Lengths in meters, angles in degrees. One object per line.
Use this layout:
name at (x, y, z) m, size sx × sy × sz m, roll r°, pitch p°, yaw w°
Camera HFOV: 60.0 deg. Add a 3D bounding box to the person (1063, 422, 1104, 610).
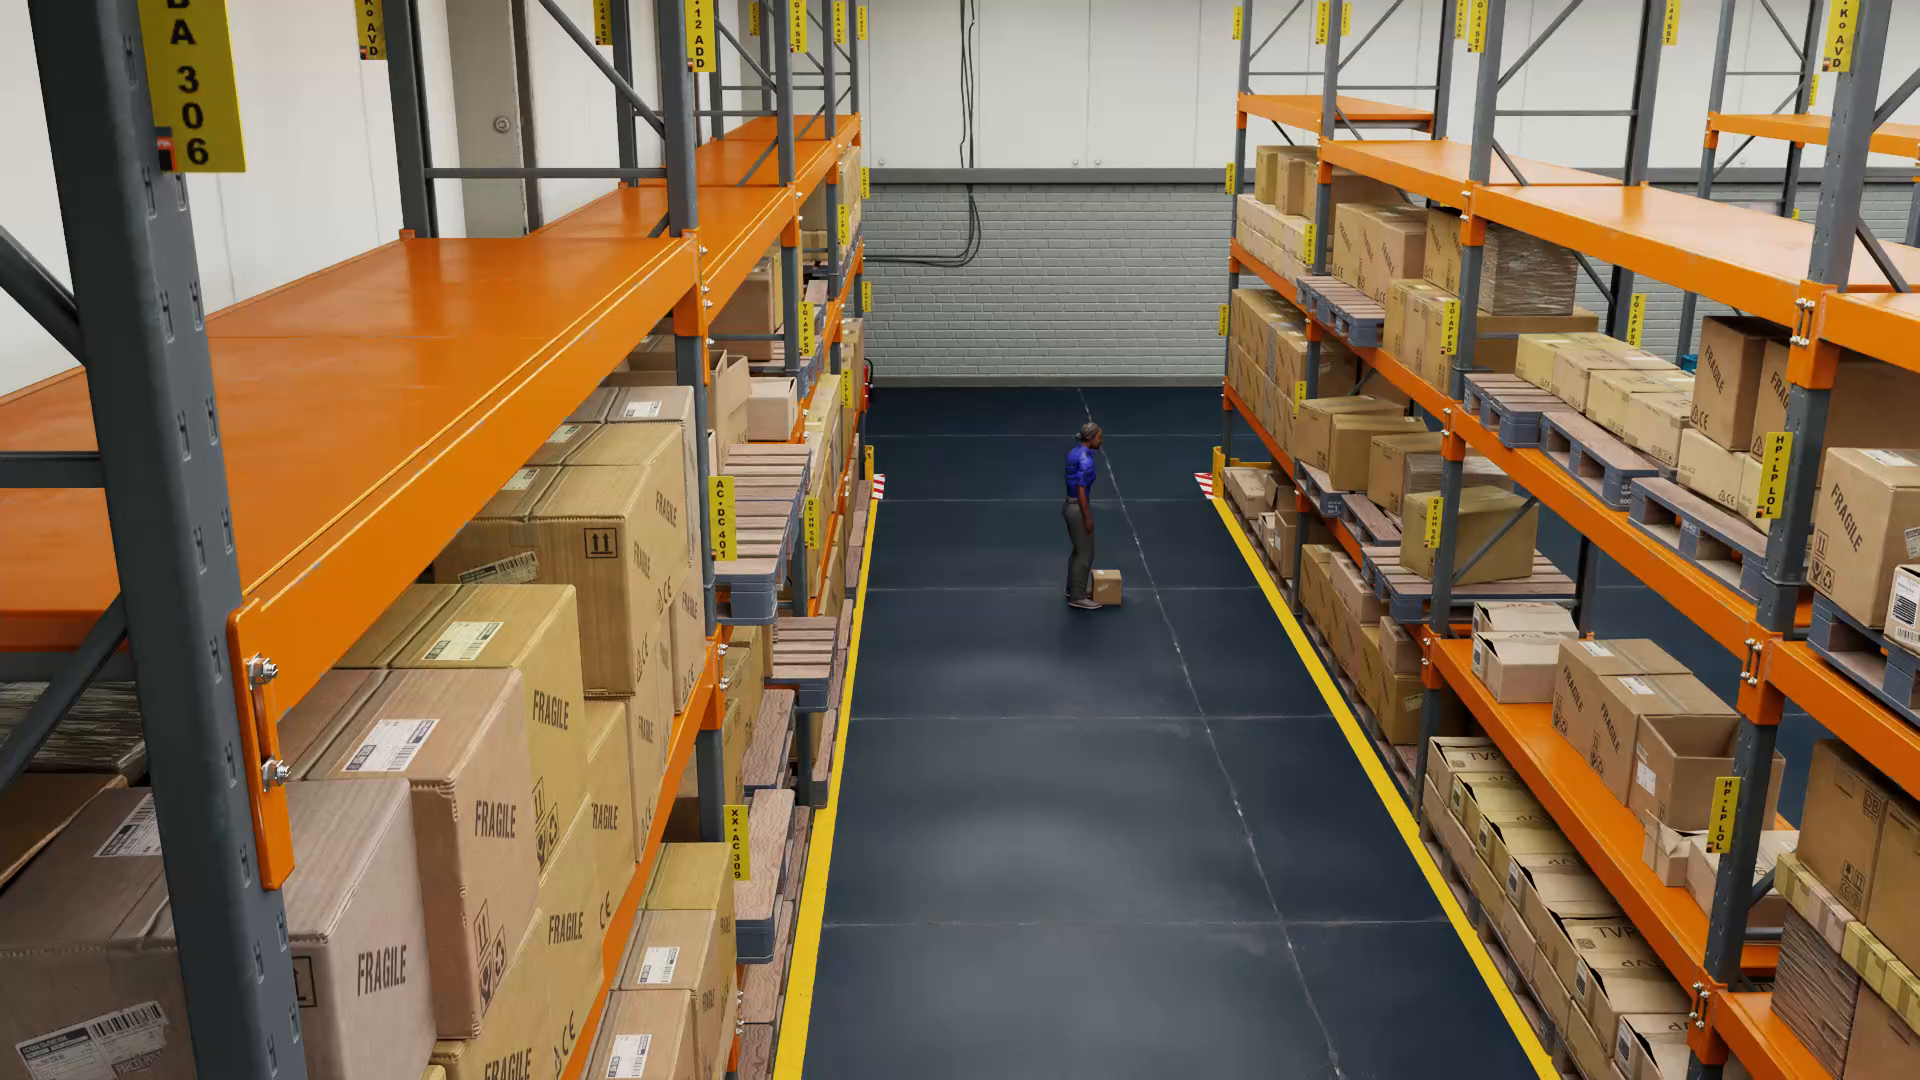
person at (1.098, -0.232, 14.849) m, size 0.351 × 1.640 × 0.523 m, roll -1°, pitch 17°, yaw -2°
